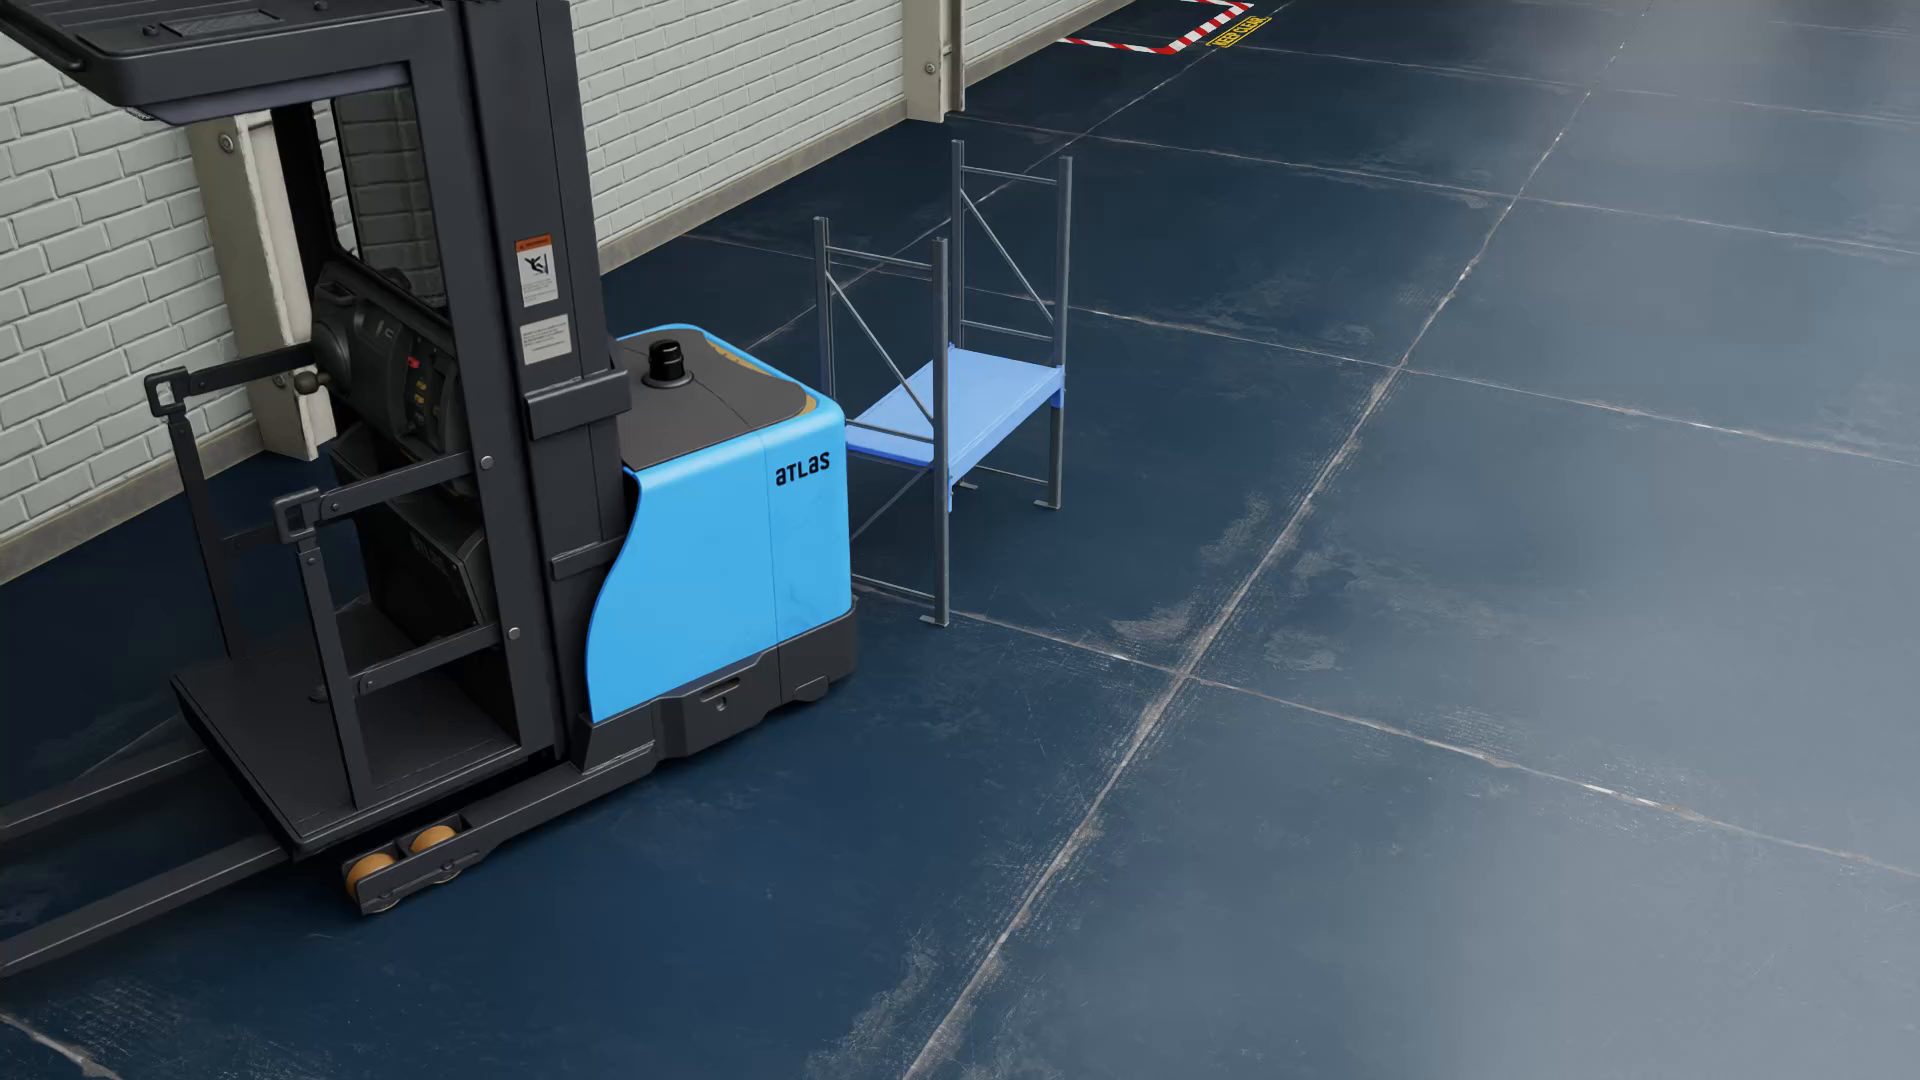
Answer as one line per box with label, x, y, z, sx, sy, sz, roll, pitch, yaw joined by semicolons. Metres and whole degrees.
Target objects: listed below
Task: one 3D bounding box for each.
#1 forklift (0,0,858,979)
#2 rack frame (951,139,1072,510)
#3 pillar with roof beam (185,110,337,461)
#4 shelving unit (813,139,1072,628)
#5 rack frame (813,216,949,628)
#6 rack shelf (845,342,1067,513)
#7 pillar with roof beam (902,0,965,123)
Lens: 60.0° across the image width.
forklift;-1.809;-0.481;4.645;3.031;2.935;1.130;-23;37;-34
rack frame;0.193;-0.838;6.703;0.500;1.500;0.032;14;33;23
pillar with roof beam;0.910;-3.394;3.625;9.100;9.000;0.400;14;33;23
shelving unit;-0.039;-0.613;6.311;0.538;1.500;1.048;14;33;23
rack frame;-0.270;-0.387;5.918;0.500;1.500;0.032;14;33;23
rack shelf;-0.039;-0.457;6.400;0.538;0.185;1.000;14;33;23
pillar with roof beam;3.643;-6.054;8.257;9.100;9.000;0.400;14;33;23
